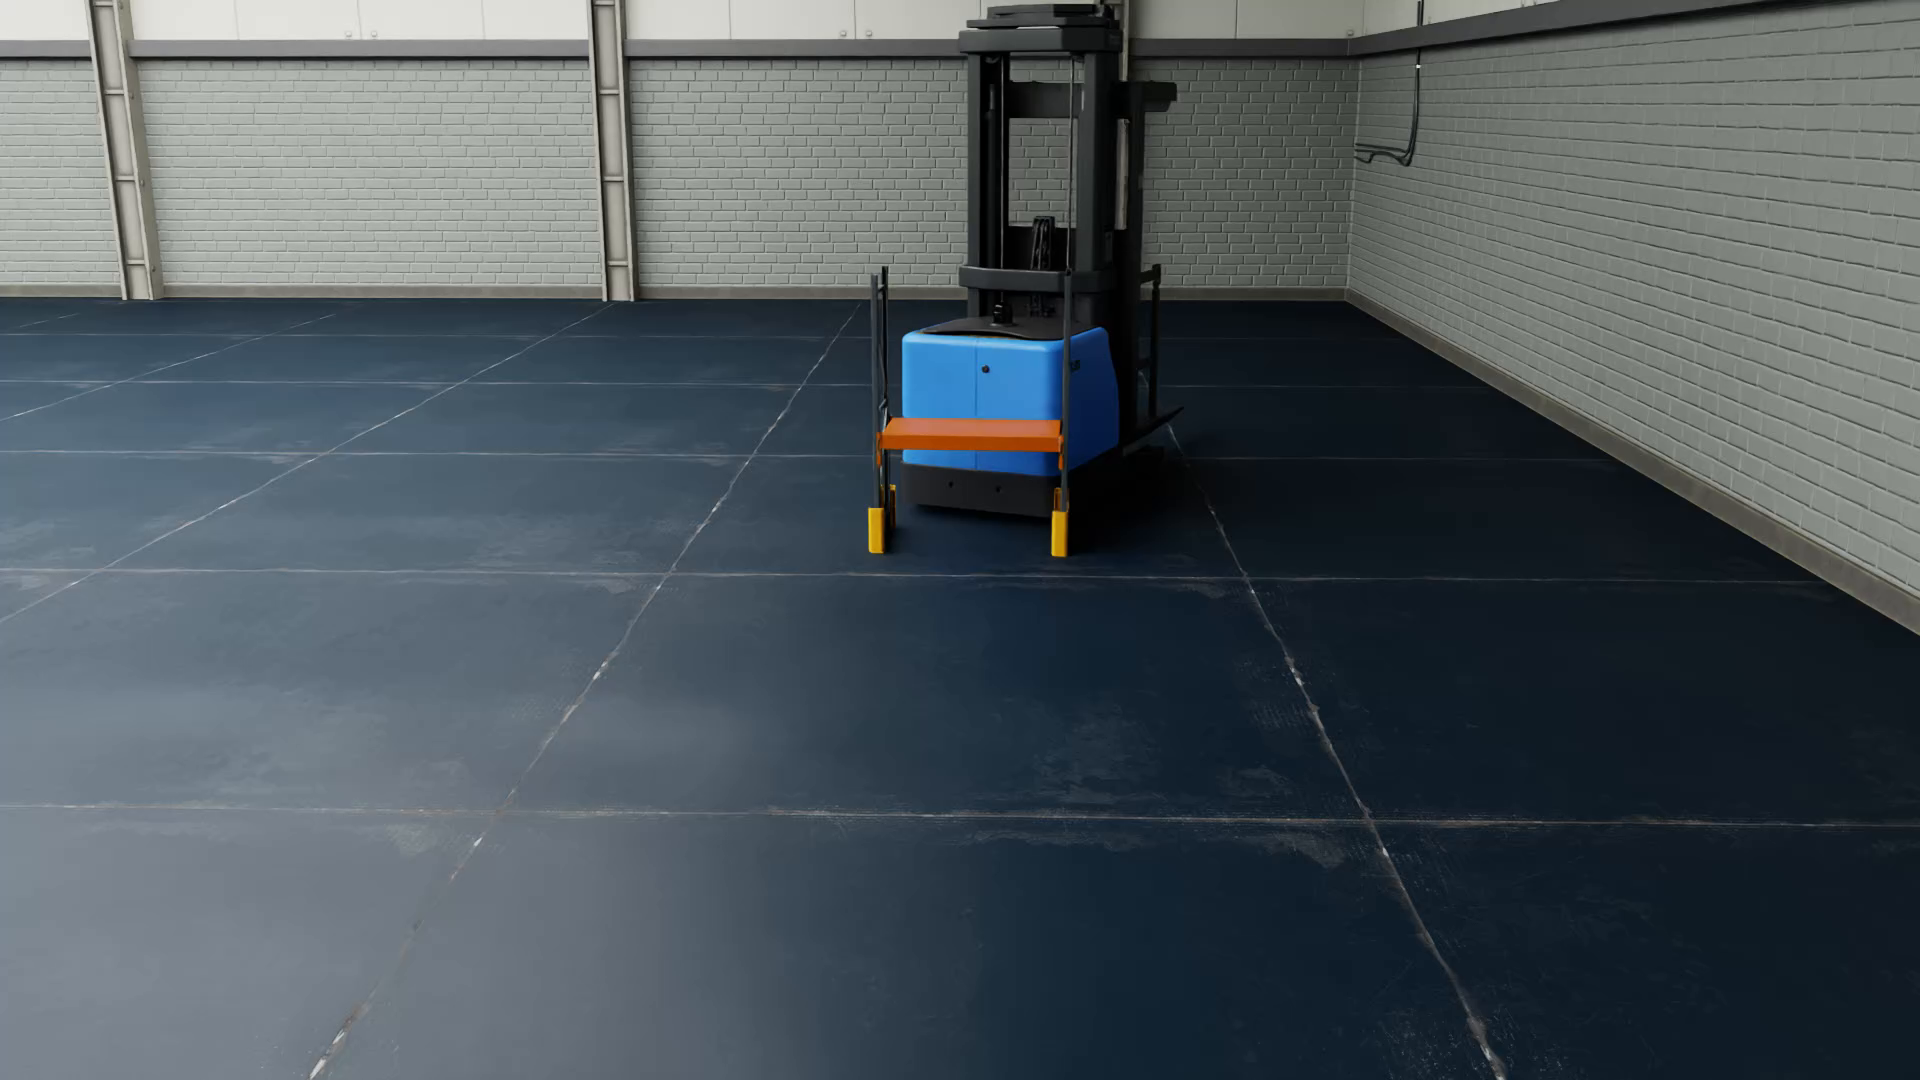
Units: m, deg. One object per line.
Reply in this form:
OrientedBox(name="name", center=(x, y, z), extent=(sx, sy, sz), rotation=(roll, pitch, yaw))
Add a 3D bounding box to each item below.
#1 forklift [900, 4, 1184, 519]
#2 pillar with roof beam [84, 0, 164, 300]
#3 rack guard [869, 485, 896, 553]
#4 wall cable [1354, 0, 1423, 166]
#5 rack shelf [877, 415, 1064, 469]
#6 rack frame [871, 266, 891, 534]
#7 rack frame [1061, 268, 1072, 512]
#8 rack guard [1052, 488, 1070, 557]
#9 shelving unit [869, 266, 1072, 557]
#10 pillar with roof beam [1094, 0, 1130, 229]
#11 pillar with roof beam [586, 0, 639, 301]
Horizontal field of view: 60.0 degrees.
OrientedBox(name="forklift", center=(0.713, -1.873, 10.693), extent=(1.130, 2.935, 3.031), rotation=(7, 16, 24))
OrientedBox(name="pillar with roof beam", center=(-10.315, -6.276, 15.490), extent=(0.400, 9.000, 9.100), rotation=(0, 15, 1))
OrientedBox(name="rack guard", center=(-0.432, -0.123, 9.314), extent=(0.087, 0.250, 0.587), rotation=(1, 15, 4))
OrientedBox(name="wall cable", center=(4.702, -5.438, 18.400), extent=(0.112, 2.526, 3.097), rotation=(0, 15, 1))
OrientedBox(name="rack shelf", center=(0.073, -0.543, 9.161), extent=(1.000, 0.185, 0.538), rotation=(1, 15, 4))
OrientedBox(name="rack frame", center=(-0.433, -0.727, 9.154), extent=(0.032, 1.500, 0.500), rotation=(1, 15, 4))
OrientedBox(name="rack frame", center=(0.580, -0.706, 9.075), extent=(0.032, 1.500, 0.500), rotation=(1, 15, 4))
OrientedBox(name="rack guard", center=(0.561, -0.102, 9.236), extent=(0.087, 0.250, 0.587), rotation=(1, 15, 4))
OrientedBox(name="shelving unit", center=(0.064, -0.717, 9.115), extent=(1.083, 1.500, 0.587), rotation=(1, 15, 4))
OrientedBox(name="pillar with roof beam", center=(1.681, -6.198, 15.193), extent=(0.400, 9.000, 9.100), rotation=(0, 15, 1))
OrientedBox(name="pillar with roof beam", center=(-4.317, -6.237, 15.341), extent=(0.400, 9.000, 9.100), rotation=(0, 15, 1))
